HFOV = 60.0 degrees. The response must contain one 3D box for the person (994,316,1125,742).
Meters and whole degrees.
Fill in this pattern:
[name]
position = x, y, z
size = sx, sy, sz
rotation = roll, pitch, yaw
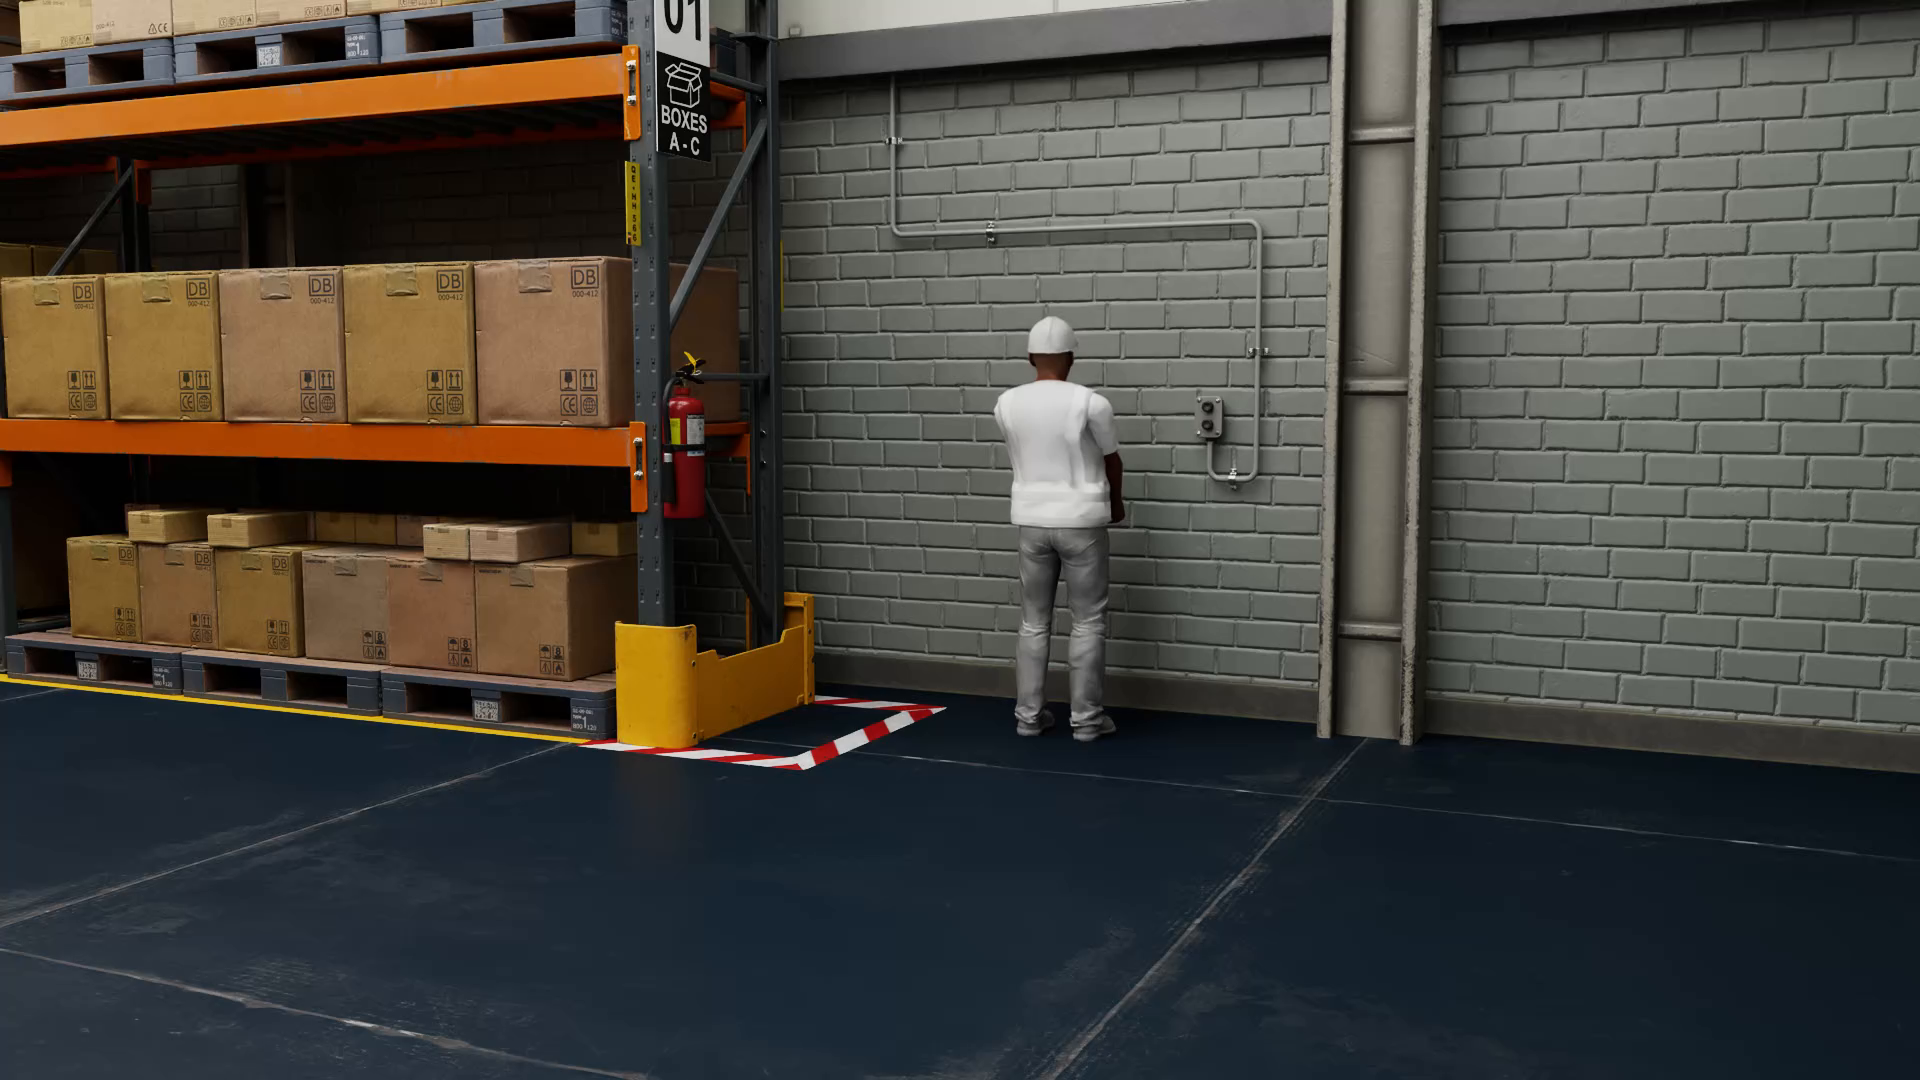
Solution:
[person]
position = 0.453, -0.059, 7.059
size = 0.503, 1.760, 0.586
rotation = 3, 6, 25
